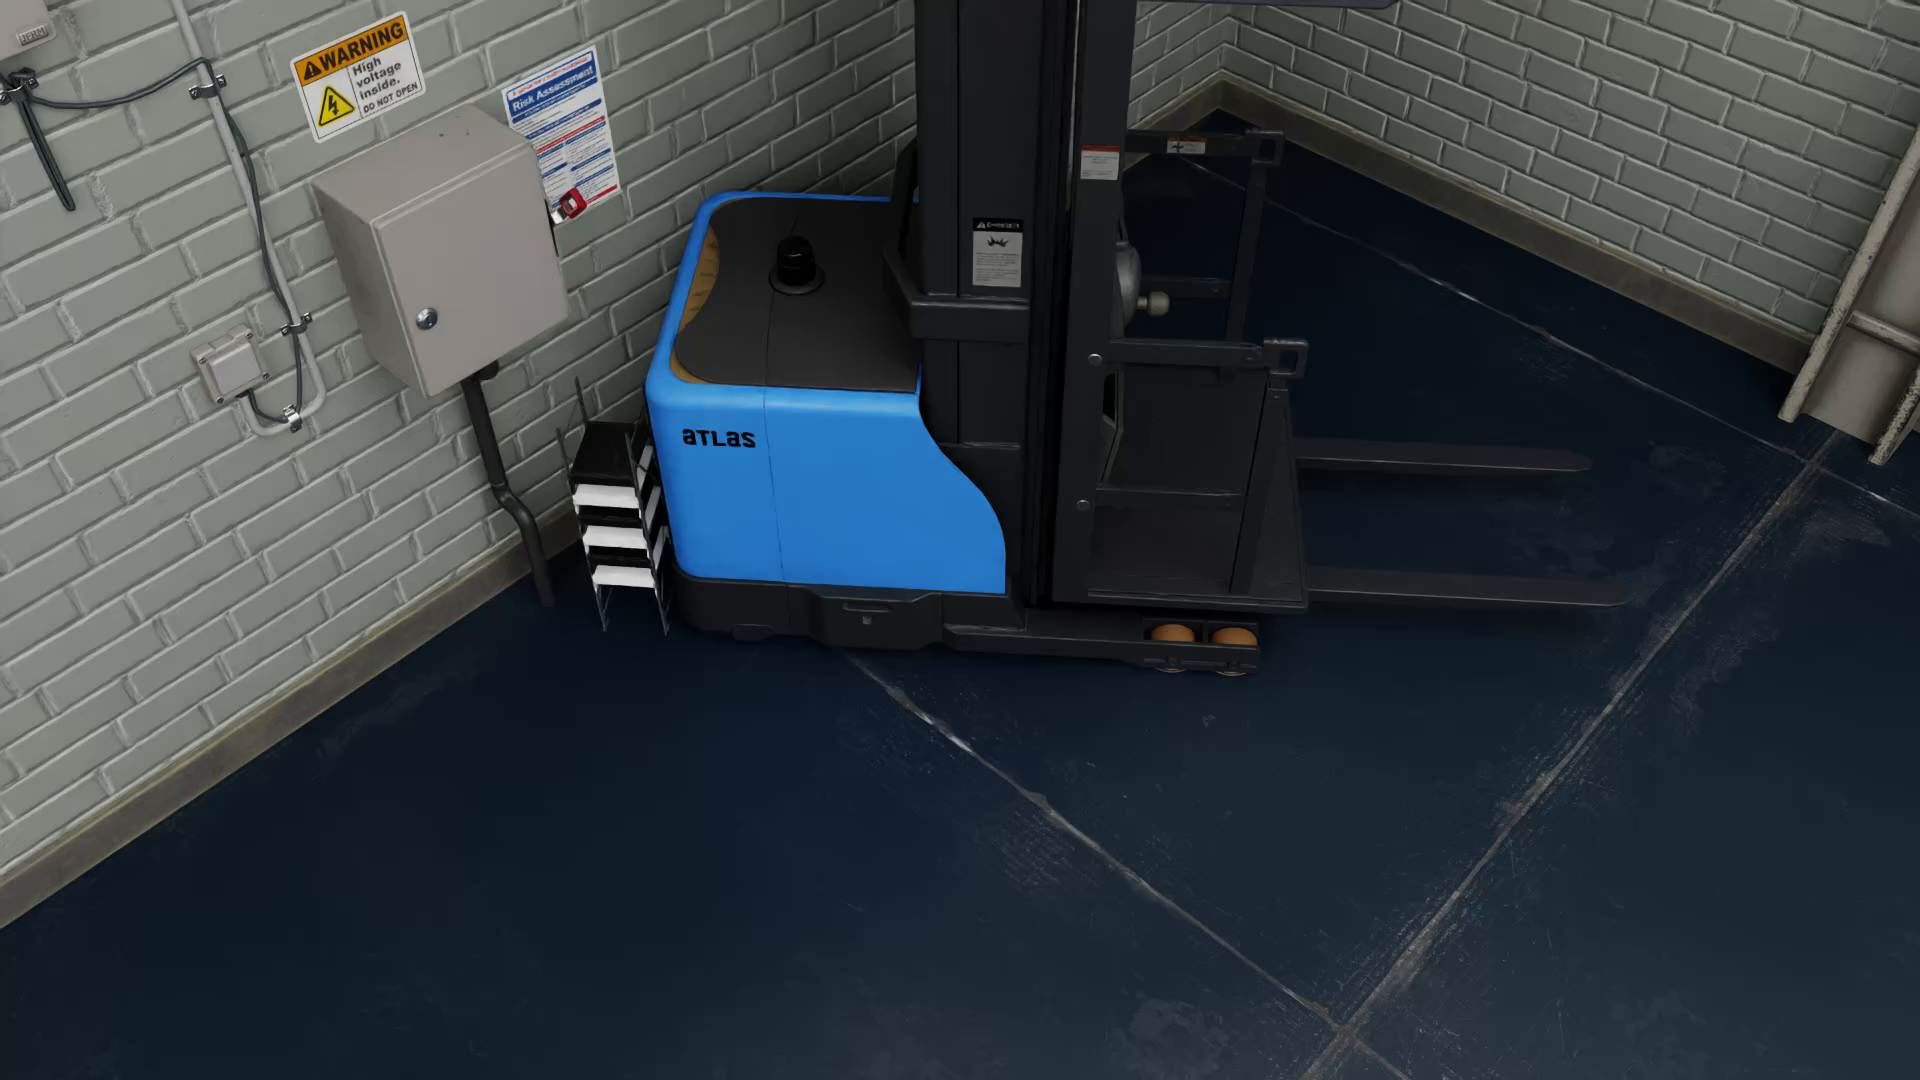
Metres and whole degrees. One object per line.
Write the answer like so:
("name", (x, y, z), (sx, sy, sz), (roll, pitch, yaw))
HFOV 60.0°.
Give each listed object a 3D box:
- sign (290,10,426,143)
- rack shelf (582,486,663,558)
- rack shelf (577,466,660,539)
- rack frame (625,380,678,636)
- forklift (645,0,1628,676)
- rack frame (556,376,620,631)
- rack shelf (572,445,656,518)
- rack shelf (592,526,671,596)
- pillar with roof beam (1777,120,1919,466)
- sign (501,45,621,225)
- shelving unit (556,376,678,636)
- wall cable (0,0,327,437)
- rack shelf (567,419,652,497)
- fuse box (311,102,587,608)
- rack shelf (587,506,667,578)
("sign", (-1.526, -1.179, 4.233), (0.001, 0.242, 0.339), (34, 55, 28))
("rack shelf", (-1.056, -0.065, 5.240), (0.200, 0.077, 0.258), (4, 47, 4))
("rack shelf", (-1.056, -0.127, 5.174), (0.200, 0.077, 0.258), (4, 47, 4))
("rack frame", (-0.954, -0.081, 5.209), (0.006, 0.900, 0.240), (4, 47, 4))
("forklift", (0.627, -0.971, 4.651), (3.031, 2.935, 1.130), (3, 47, 3))
("rack frame", (-1.157, -0.095, 5.222), (0.006, 0.900, 0.240), (4, 47, 4))
("rack shelf", (-1.056, -0.189, 5.109), (0.200, 0.077, 0.258), (4, 47, 4))
("rack shelf", (-1.056, 0.058, 5.371), (0.200, 0.077, 0.258), (4, 47, 4))
("pillar with roof beam", (0.365, -1.219, 0.722), (0.400, 9.000, 9.100), (34, 55, 28))
("sign", (-1.154, -1.158, 4.845), (0.001, 0.494, 0.329), (34, 55, 28))
("shelving unit", (-1.056, -0.088, 5.215), (0.210, 0.900, 0.258), (4, 47, 4))
("wall cable", (-1.915, -0.883, 3.825), (0.122, 1.984, 0.588), (34, 55, 28))
("rack shelf", (-1.056, -0.250, 5.043), (0.200, 0.077, 0.258), (4, 47, 4))
("fuse box", (-1.336, -0.382, 4.935), (0.414, 1.711, 0.539), (34, 55, 28))
("rack shelf", (-1.056, -0.004, 5.305), (0.200, 0.077, 0.258), (4, 47, 4))
